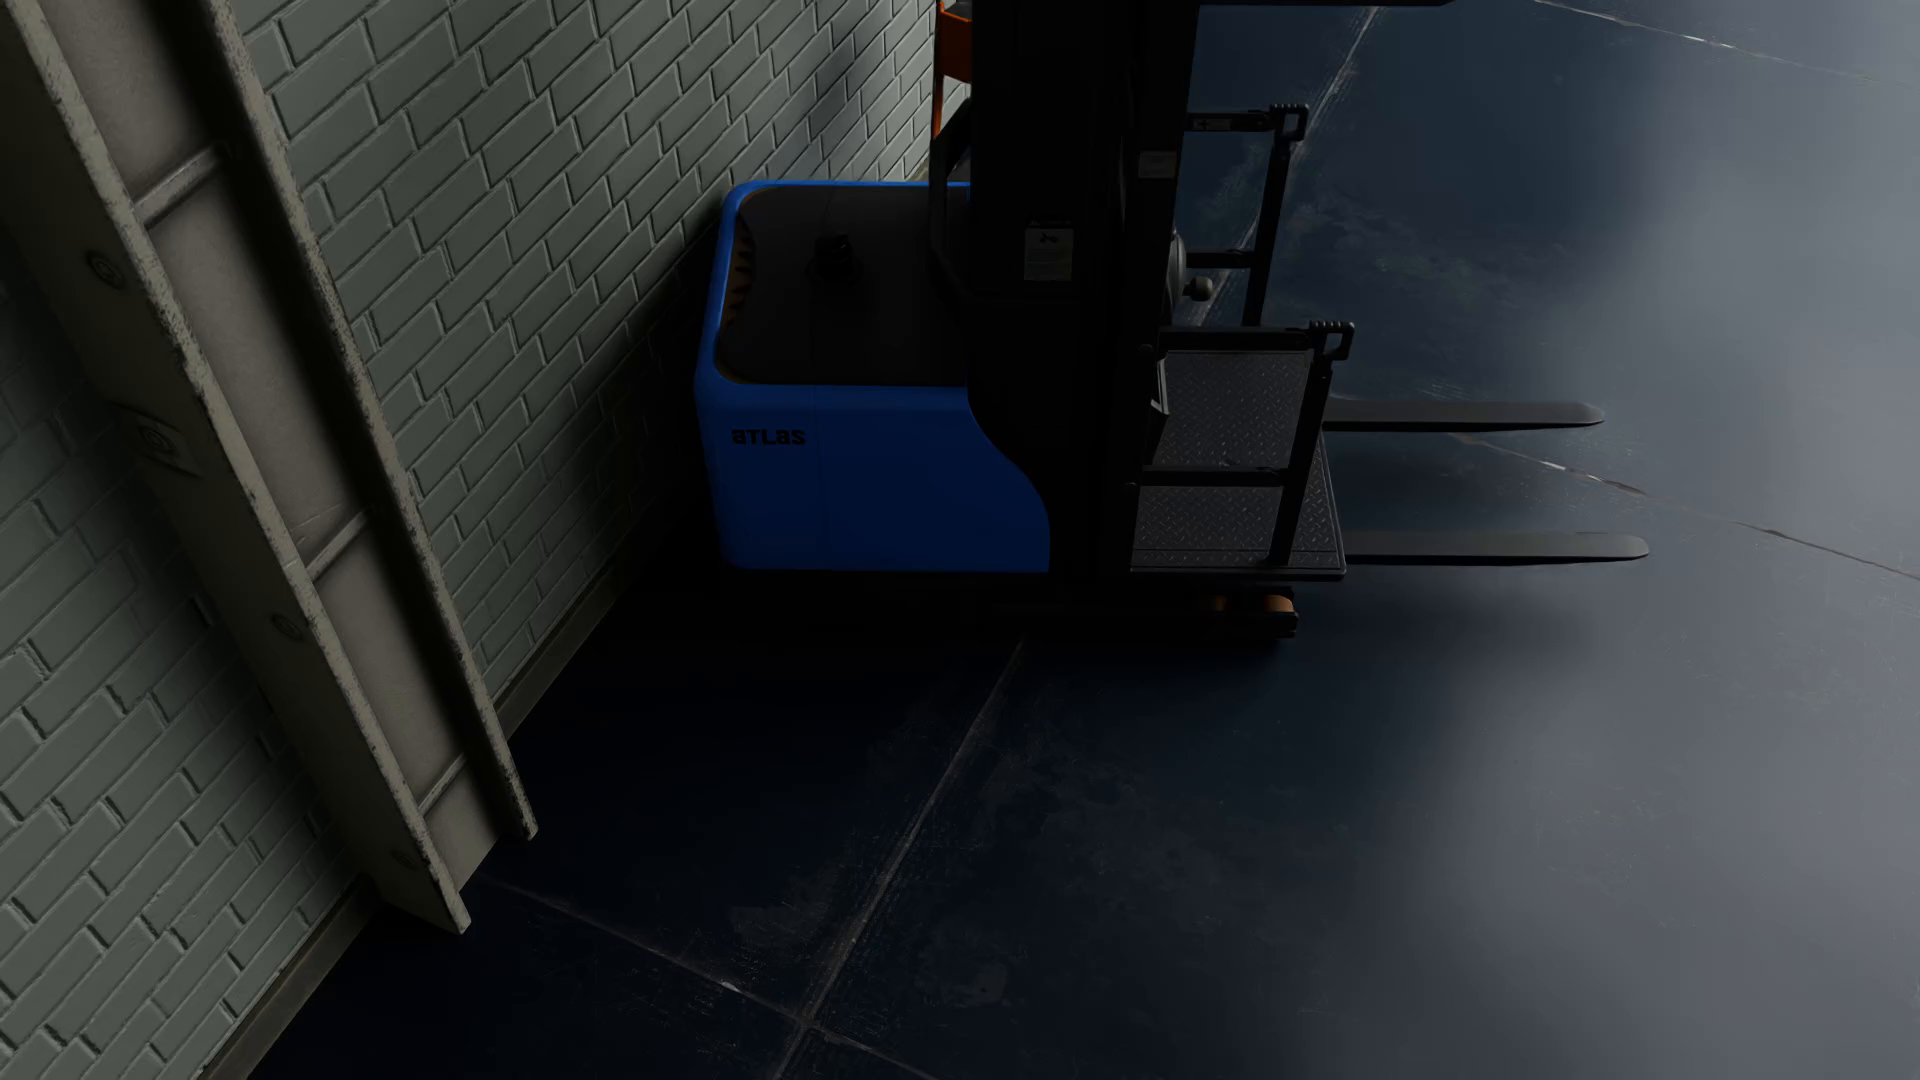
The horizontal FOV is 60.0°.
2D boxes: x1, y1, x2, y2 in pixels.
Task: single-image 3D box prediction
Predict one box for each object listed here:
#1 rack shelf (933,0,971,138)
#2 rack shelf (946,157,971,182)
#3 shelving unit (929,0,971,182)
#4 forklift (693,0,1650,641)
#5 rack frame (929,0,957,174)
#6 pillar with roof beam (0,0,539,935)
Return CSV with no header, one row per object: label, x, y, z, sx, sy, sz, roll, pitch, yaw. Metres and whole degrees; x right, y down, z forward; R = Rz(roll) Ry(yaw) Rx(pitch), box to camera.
rack shelf,0.227,-1.629,5.752,0.480,0.518,0.431,26,50,19
rack shelf,0.192,-1.147,6.259,0.480,0.518,0.431,26,50,19
shelving unit,0.227,-1.639,5.743,0.503,2.100,0.431,26,50,19
forklift,0.740,-1.028,4.700,3.031,2.935,1.130,1,50,0
rack frame,0.020,-1.739,5.824,0.015,2.100,0.400,26,50,19
pillar with roof beam,2.402,-0.563,0.321,9.100,9.000,0.400,20,52,16
